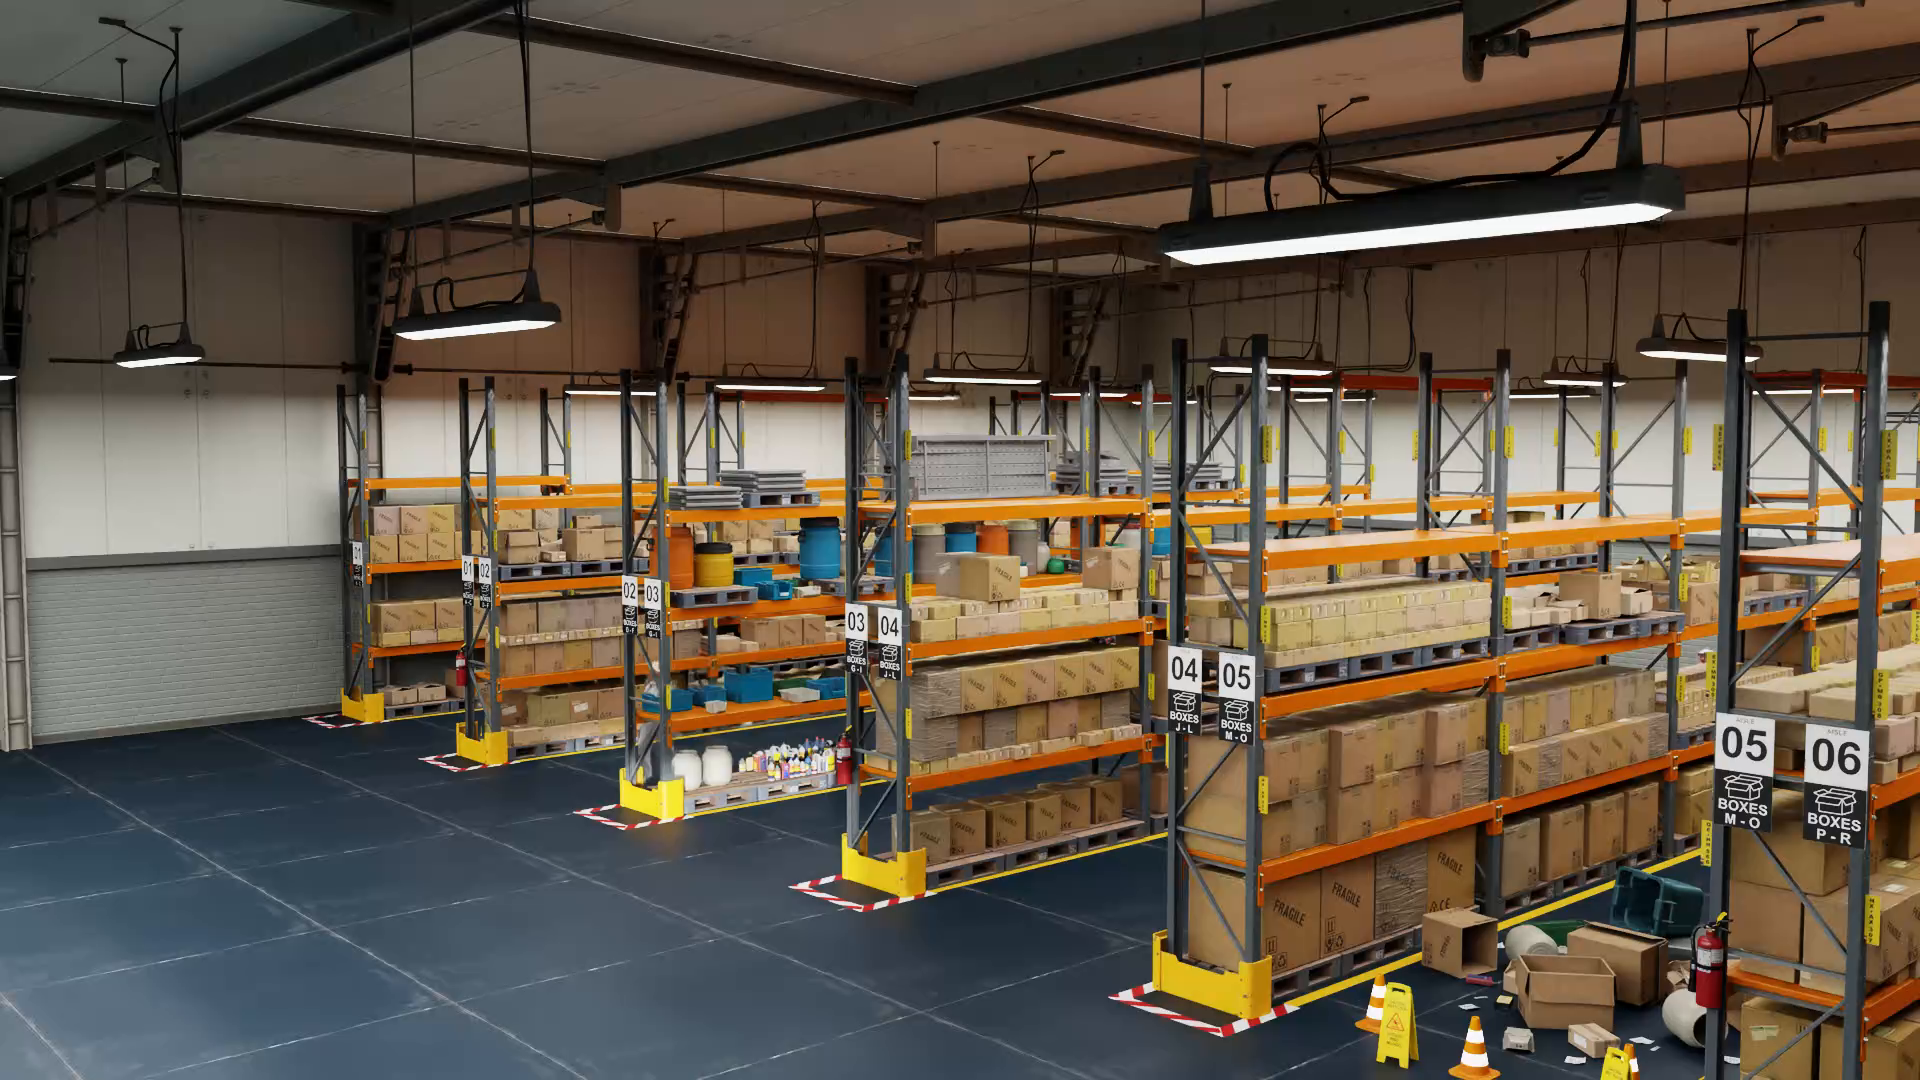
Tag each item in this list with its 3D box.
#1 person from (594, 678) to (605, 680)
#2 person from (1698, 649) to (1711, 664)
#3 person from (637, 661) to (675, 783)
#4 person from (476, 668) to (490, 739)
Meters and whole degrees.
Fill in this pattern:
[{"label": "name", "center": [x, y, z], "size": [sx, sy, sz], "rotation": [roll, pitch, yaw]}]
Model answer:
[{"label": "person", "center": [-6.316, 2.379, 29.304], "size": [0.657, 1.743, 0.605], "rotation": [3, 5, 39]}, {"label": "person", "center": [11.549, 2.579, 25.812], "size": [0.971, 1.797, 0.661], "rotation": [-3, 5, -41]}, {"label": "person", "center": [-4.438, 2.610, 24.418], "size": [0.772, 1.675, 0.636], "rotation": [-4, 5, -44]}, {"label": "person", "center": [-7.791, 2.458, 28.007], "size": [0.612, 1.701, 0.920], "rotation": [4, 5, 43]}]
